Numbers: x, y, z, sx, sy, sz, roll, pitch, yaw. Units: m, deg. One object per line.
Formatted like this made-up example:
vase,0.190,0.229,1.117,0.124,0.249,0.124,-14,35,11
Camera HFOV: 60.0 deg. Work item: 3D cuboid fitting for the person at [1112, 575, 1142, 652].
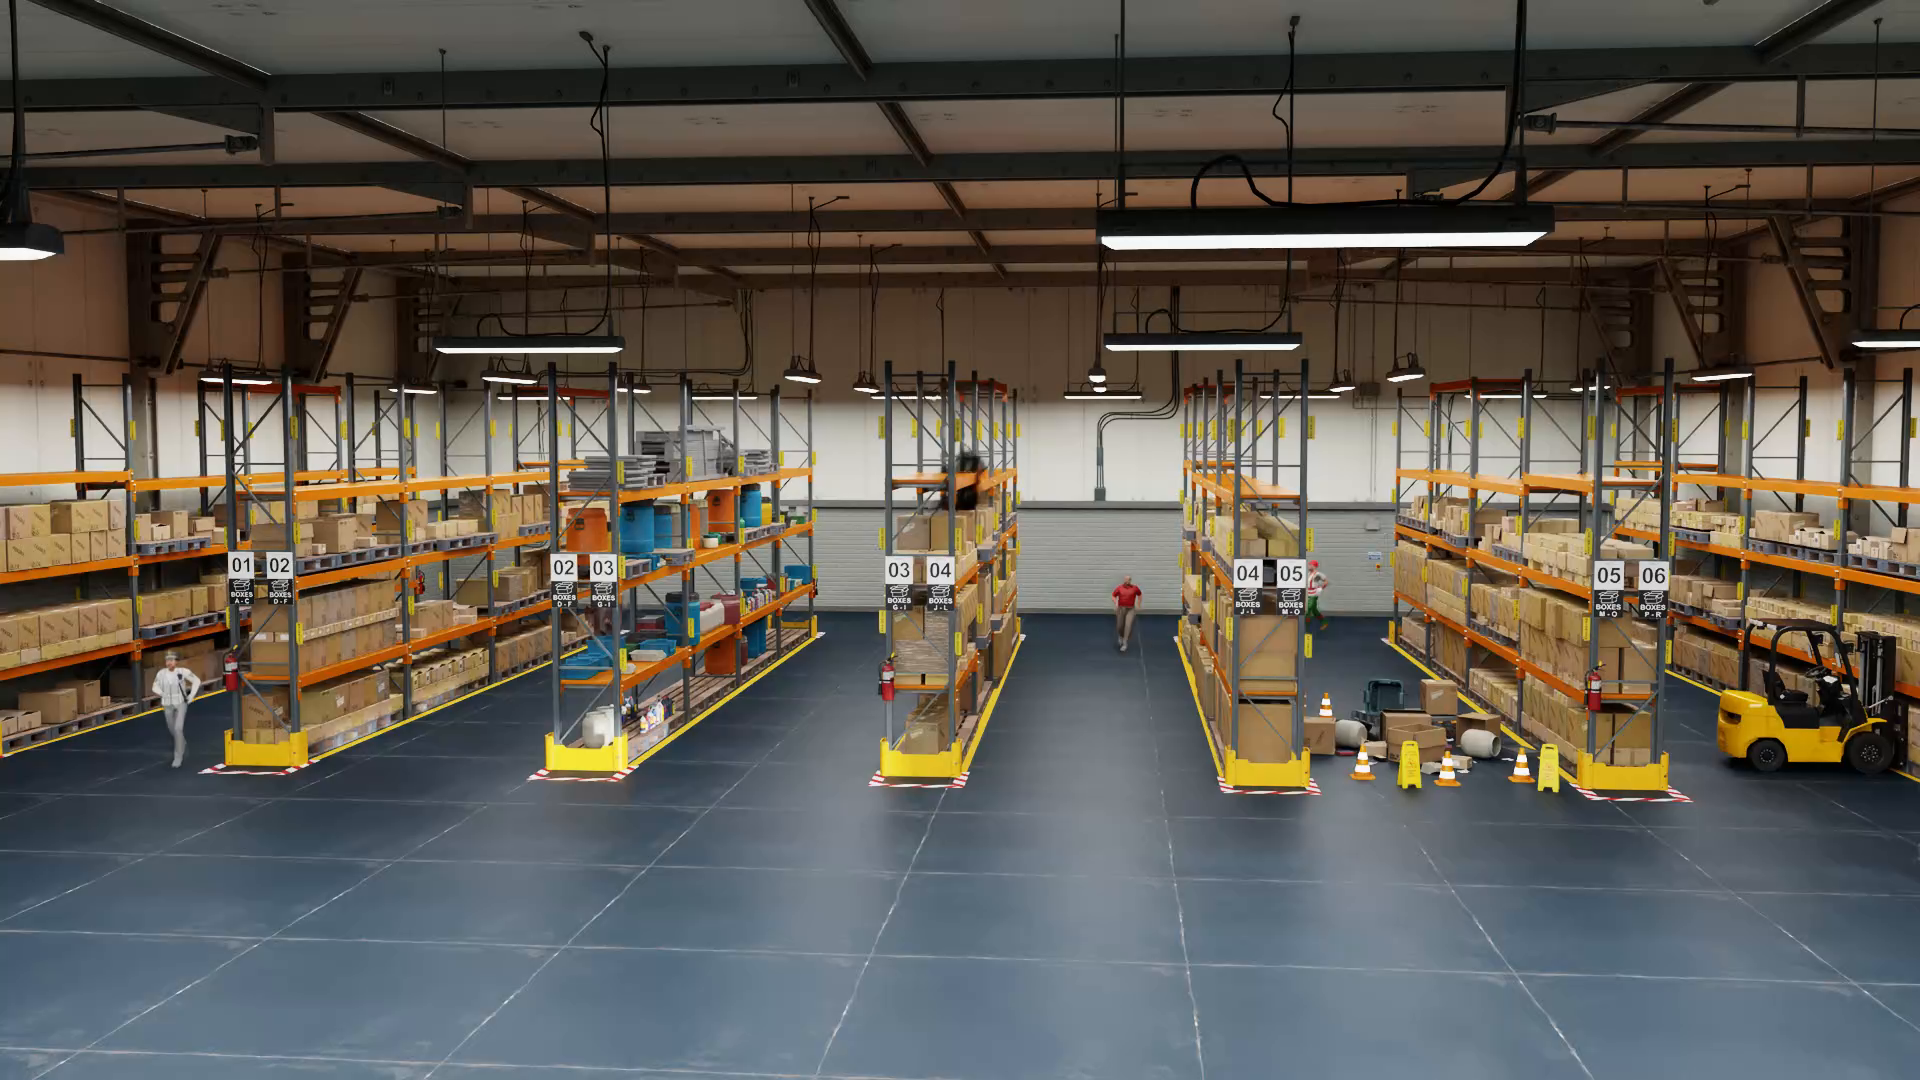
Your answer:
person,3.814,1.649,38.049,0.695,1.721,0.982,1,4,9

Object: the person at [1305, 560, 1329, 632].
person,8.675,1.395,40.906,0.925,1.809,0.649,-1,4,-11

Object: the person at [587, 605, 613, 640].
person,-7.368,1.964,34.319,0.704,1.539,0.653,0,4,-4

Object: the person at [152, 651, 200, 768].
person,-11.839,2.518,25.098,0.643,1.723,0.887,0,4,-6
